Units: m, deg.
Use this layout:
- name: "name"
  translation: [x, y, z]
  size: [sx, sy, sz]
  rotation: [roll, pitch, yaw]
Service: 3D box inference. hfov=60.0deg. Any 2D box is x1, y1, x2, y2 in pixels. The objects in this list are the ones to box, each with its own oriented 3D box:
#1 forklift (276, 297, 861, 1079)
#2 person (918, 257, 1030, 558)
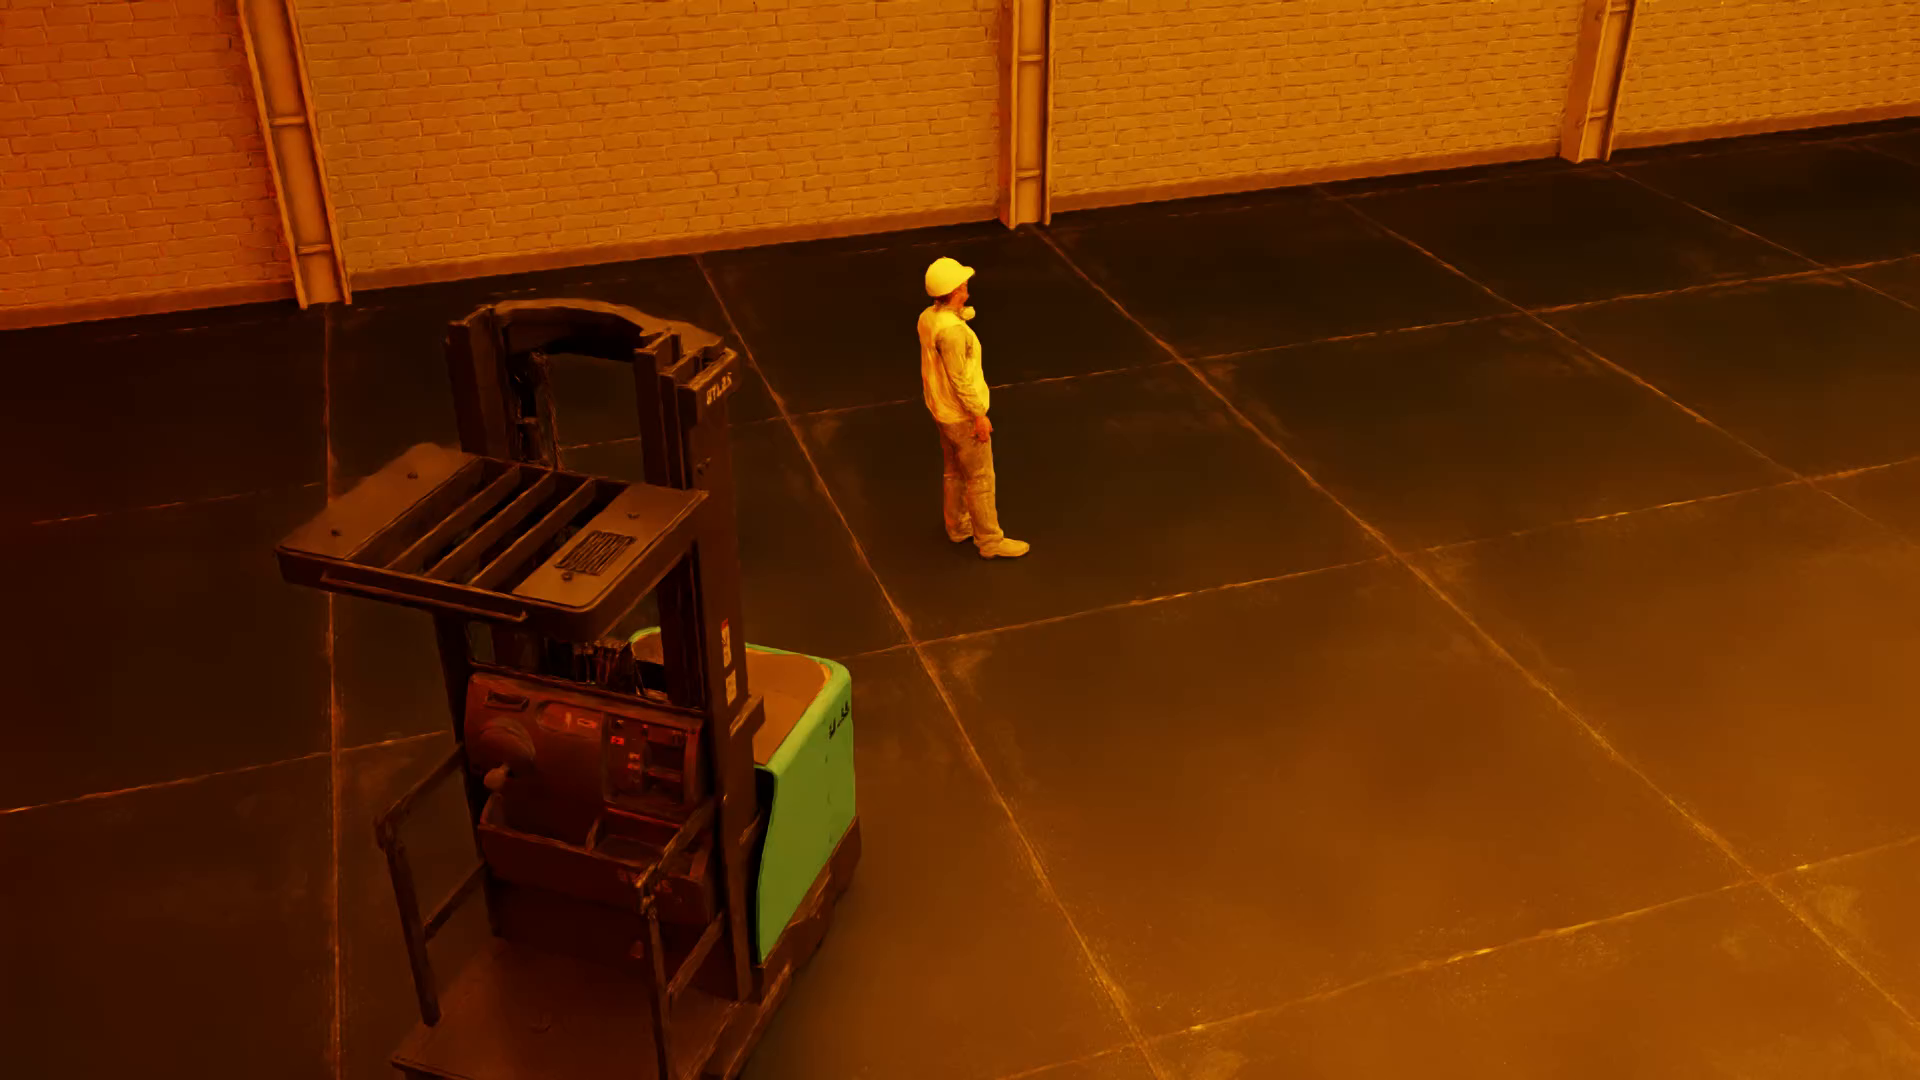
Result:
- name: "forklift"
  translation: [-1.410, 0.789, 5.716]
  size: [1.130, 2.935, 3.031]
  rotation: [10, 31, 17]
- name: "person"
  translation: [0.062, -0.781, 9.591]
  size: [0.567, 1.773, 0.632]
  rotation: [-10, 31, -16]
